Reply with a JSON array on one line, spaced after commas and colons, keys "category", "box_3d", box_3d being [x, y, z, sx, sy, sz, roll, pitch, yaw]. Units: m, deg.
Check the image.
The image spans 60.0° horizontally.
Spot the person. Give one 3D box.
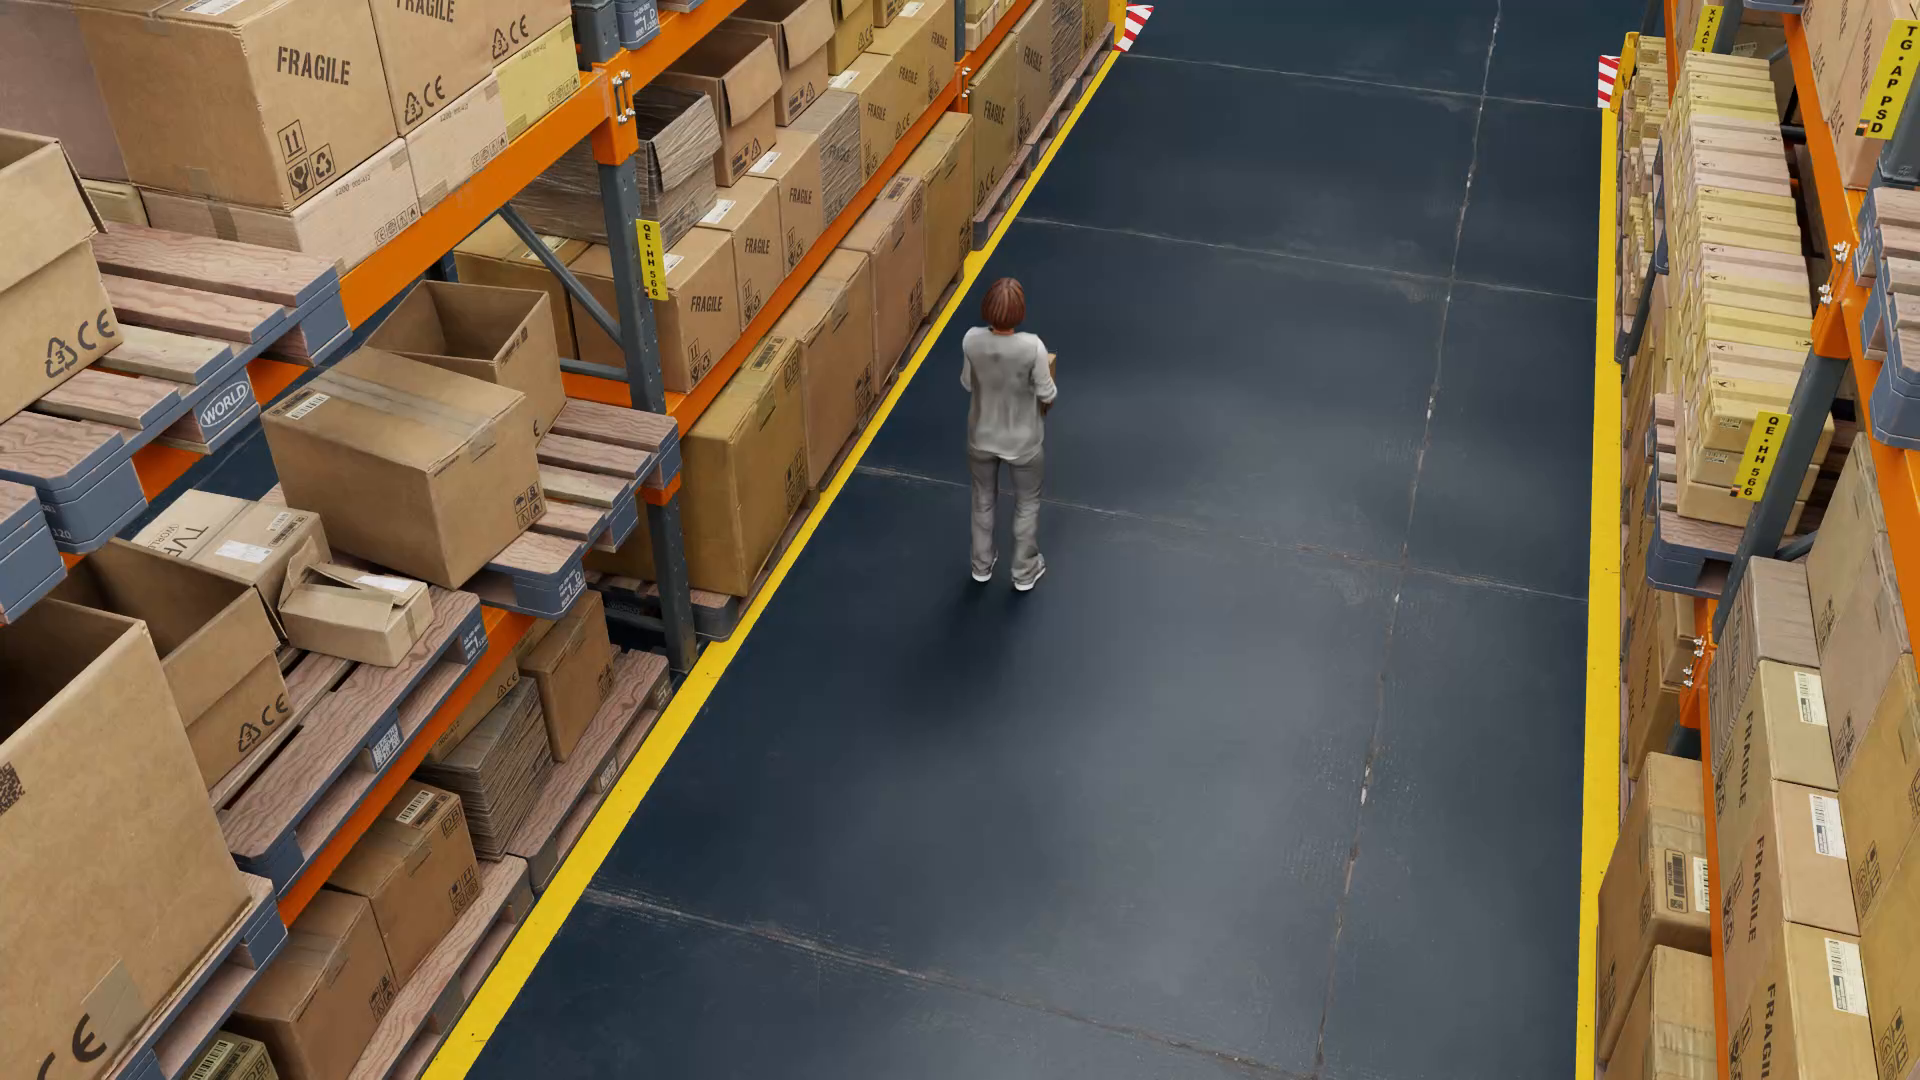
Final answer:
[{"category": "person", "box_3d": [0.224, -0.507, 7.550, 0.438, 1.602, 0.471, 11, 39, 13]}]
